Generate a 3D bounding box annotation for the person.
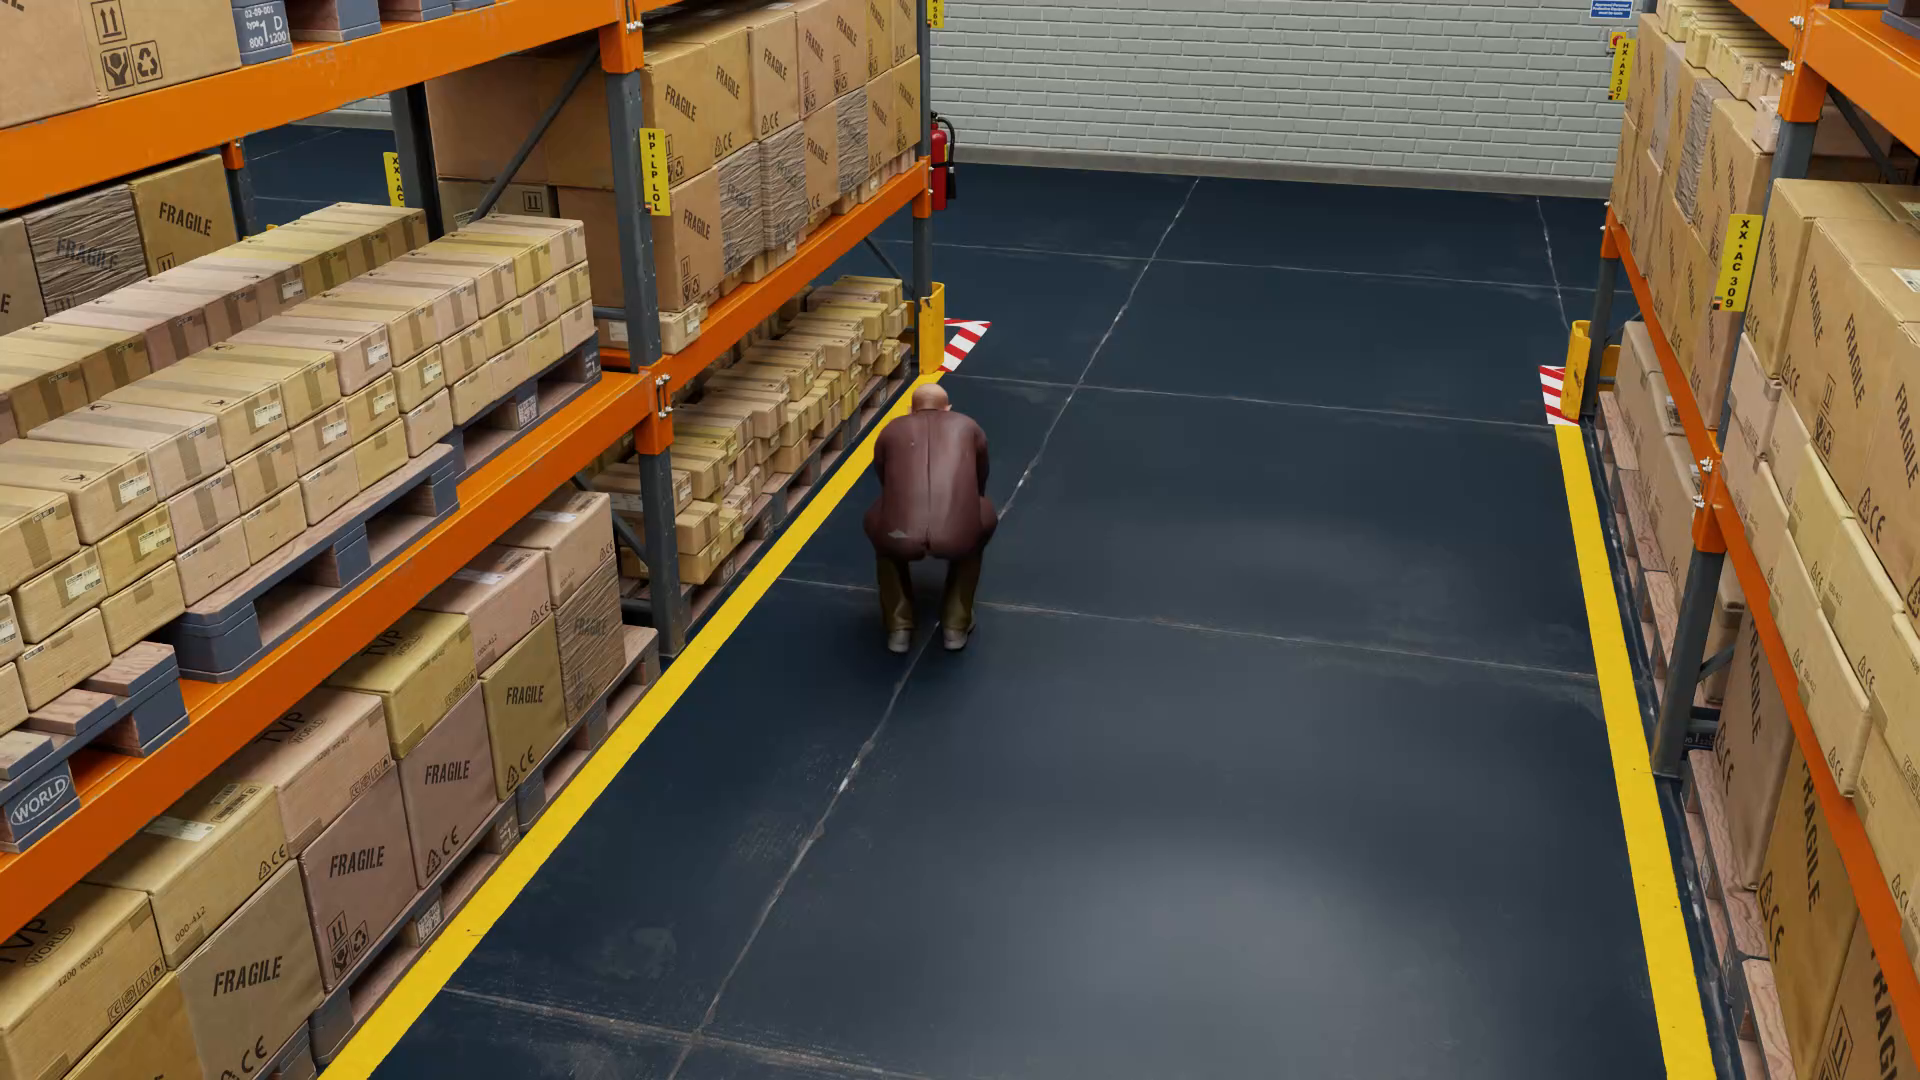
[{"bbox_3d":[-0.124,-0.081,7.260,0.588,0.966,0.974,1,25,2],"label":"person"}]
